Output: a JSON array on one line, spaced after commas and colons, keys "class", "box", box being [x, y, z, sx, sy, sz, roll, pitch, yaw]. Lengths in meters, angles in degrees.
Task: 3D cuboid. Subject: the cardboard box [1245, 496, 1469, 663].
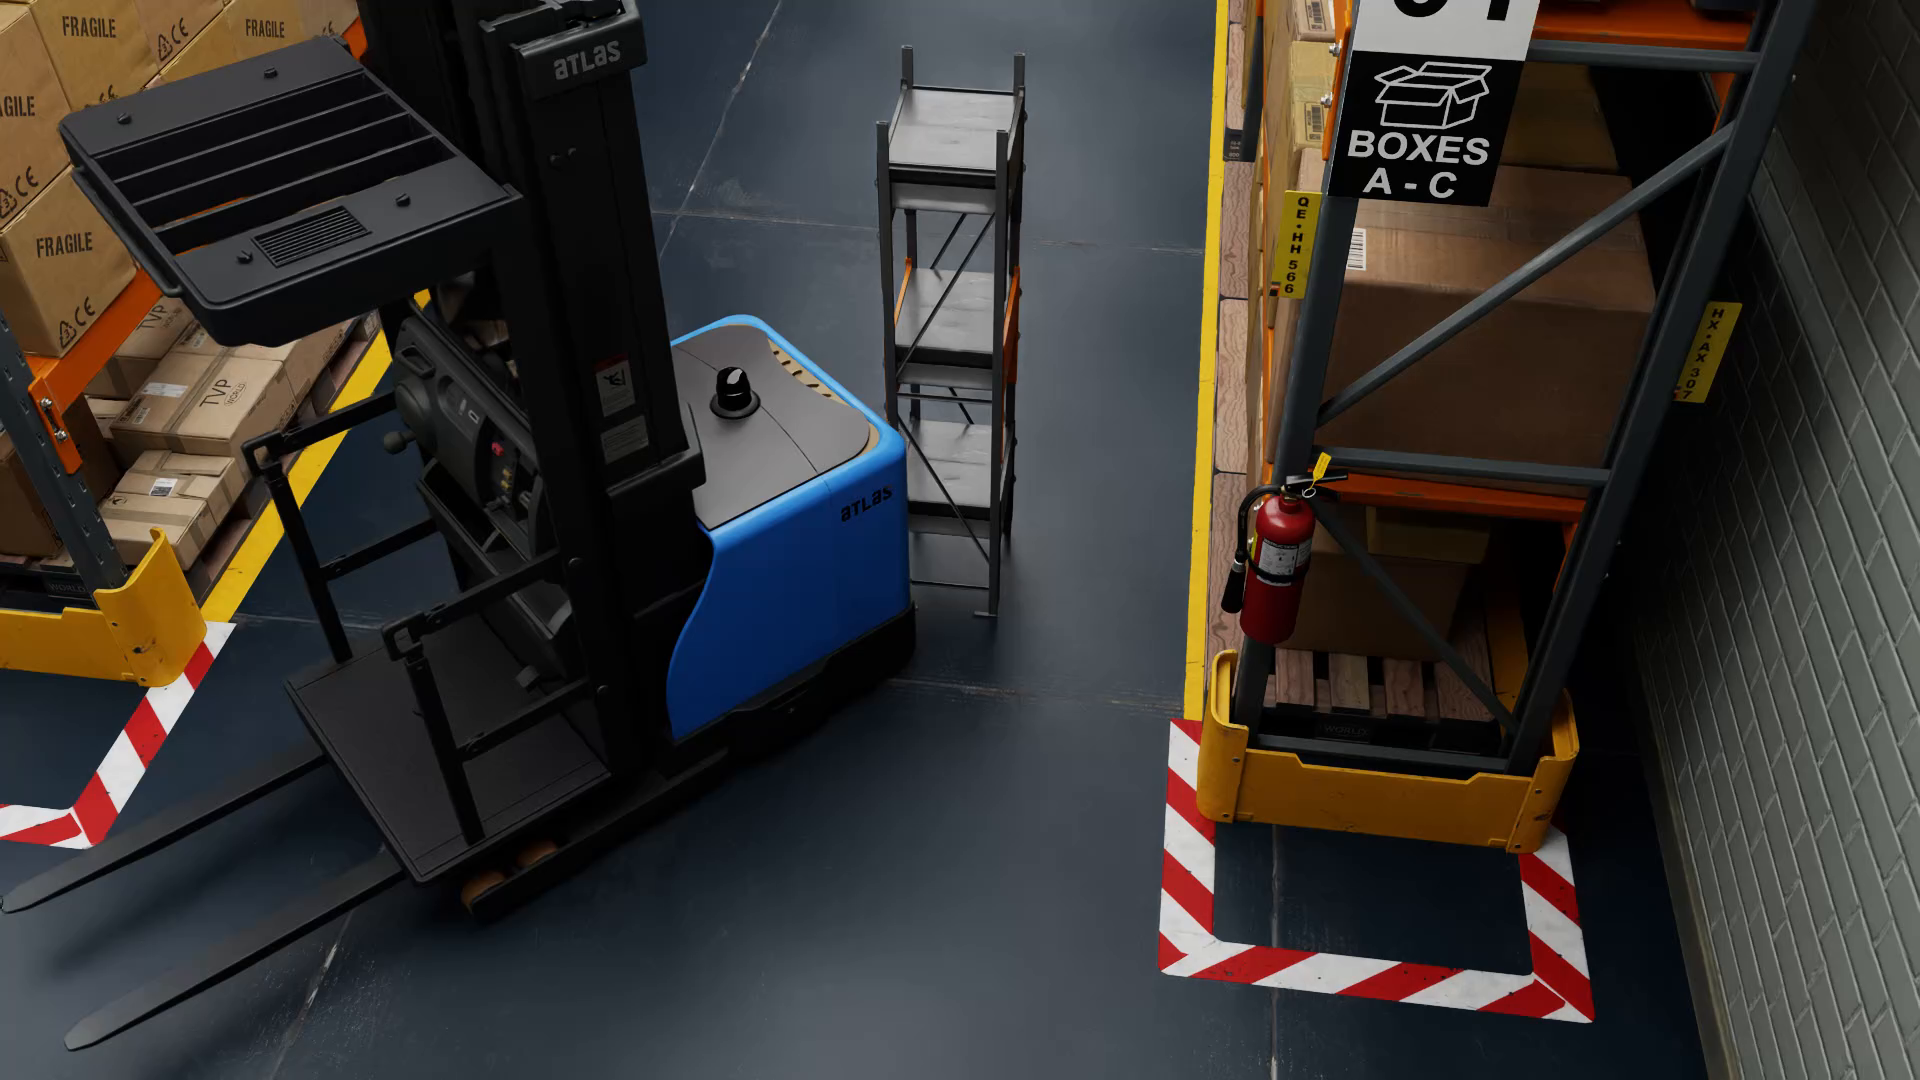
[{"class": "cardboard box", "box": [1.413, 0.062, 6.015, 0.700, 0.500, 0.500, 5, 44, 6]}]

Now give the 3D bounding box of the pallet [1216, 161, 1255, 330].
[{"class": "pallet", "box": [1.770, -1.409, 8.085, 1.003, 0.211, 1.213, 5, 44, 6]}]

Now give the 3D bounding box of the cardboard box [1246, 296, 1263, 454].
[{"class": "cardboard box", "box": [1.545, -0.622, 6.738, 0.700, 0.500, 0.500, 4, 44, 4]}]

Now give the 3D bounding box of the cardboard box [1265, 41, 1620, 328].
[{"class": "cardboard box", "box": [1.562, -1.161, 5.577, 0.980, 0.700, 0.700, 5, 44, 5]}]

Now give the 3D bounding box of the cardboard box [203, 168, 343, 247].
[{"class": "cardboard box", "box": [-3.206, -1.353, 7.493, 0.797, 0.503, 0.637, 5, 44, 6]}]

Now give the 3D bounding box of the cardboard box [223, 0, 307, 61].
[{"class": "cardboard box", "box": [-2.971, -2.004, 6.612, 0.500, 0.500, 0.500, 6, 44, 6]}]

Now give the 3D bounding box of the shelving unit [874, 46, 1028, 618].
[{"class": "shelving unit", "box": [-0.022, -0.650, 5.909, 0.431, 2.100, 0.503, 5, 44, 6]}]

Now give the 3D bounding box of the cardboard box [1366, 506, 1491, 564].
[{"class": "cardboard box", "box": [1.595, -0.070, 5.683, 0.380, 0.149, 0.250, 6, 44, 6]}]

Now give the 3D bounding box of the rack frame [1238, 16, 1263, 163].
[{"class": "rack frame", "box": [1.948, -2.933, 7.666, 1.000, 3.000, 0.127, 5, 44, 6]}]

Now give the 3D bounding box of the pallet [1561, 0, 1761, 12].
[{"class": "pallet", "box": [1.507, -1.770, 4.321, 1.003, 0.211, 1.213, 5, 44, 6]}]

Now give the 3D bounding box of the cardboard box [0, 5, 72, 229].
[{"class": "cardboard box", "box": [-3.171, -1.332, 5.176, 0.500, 0.500, 0.500, 6, 44, 7]}]

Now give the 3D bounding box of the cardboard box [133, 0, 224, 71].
[{"class": "cardboard box", "box": [-3.038, -2.030, 5.912, 0.500, 0.500, 0.500, 6, 44, 6]}]

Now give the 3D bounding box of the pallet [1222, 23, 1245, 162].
[{"class": "pallet", "box": [1.976, -2.453, 9.187, 1.003, 0.211, 1.213, 5, 44, 6]}]

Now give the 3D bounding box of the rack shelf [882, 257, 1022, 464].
[{"class": "rack shelf", "box": [-0.022, -0.640, 5.918, 0.431, 0.518, 0.480, 5, 44, 6]}]

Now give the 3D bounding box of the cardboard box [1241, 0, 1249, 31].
[{"class": "cardboard box", "box": [2.020, -3.366, 9.381, 0.750, 0.750, 0.750, 6, 44, 7]}]

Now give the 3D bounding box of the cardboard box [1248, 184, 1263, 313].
[{"class": "cardboard box", "box": [1.678, -1.335, 7.491, 0.700, 0.500, 0.500, 5, 44, 5]}]

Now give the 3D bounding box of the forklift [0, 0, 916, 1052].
[{"class": "forklift", "box": [-1.631, -0.241, 4.873, 3.031, 2.935, 1.130, -29, 51, -27]}]

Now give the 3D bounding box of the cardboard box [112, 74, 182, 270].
[{"class": "cardboard box", "box": [-3.108, -1.321, 5.891, 0.500, 0.500, 0.500, 5, 44, 5]}]

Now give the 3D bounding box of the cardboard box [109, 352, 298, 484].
[{"class": "cardboard box", "box": [-3.072, -0.502, 6.778, 0.500, 0.250, 0.500, 5, 44, 6]}]

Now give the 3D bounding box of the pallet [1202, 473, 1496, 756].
[{"class": "pallet", "box": [1.448, 0.254, 6.329, 1.003, 0.211, 1.213, 5, 44, 6]}]

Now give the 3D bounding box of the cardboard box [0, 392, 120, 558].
[{"class": "cardboard box", "box": [-3.663, -0.300, 6.383, 0.500, 0.500, 0.500, 5, 44, 6]}]

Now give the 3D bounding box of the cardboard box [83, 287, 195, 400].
[{"class": "cardboard box", "box": [-3.508, -0.854, 7.150, 0.500, 0.250, 0.500, 5, 44, 6]}]

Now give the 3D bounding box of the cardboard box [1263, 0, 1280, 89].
[{"class": "cardboard box", "box": [1.759, -2.177, 6.649, 0.980, 0.700, 0.700, 4, 44, 4]}]

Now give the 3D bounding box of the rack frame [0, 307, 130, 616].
[{"class": "rack frame", "box": [-3.491, -0.655, 5.260, 1.000, 3.000, 0.127, 5, 44, 6]}]

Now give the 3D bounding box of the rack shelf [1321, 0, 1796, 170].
[{"class": "rack shelf", "box": [1.684, -2.398, 5.442, 1.077, 0.370, 4.000, 5, 44, 6]}]

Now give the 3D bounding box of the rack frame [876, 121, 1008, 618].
[{"class": "rack frame", "box": [-0.054, -0.483, 5.733, 0.400, 2.100, 0.015, 5, 44, 6]}]

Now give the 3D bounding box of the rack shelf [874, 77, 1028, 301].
[{"class": "rack shelf", "box": [-0.022, -1.148, 5.437, 0.431, 0.518, 0.480, 5, 44, 6]}]

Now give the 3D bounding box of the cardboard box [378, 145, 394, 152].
[{"class": "cardboard box", "box": [-2.746, -1.830, 8.255, 0.380, 0.149, 0.250, 5, 44, 6]}]

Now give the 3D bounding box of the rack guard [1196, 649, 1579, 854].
[{"class": "rack guard", "box": [1.416, 0.717, 5.629, 1.175, 0.500, 0.348, 5, 44, 6]}]

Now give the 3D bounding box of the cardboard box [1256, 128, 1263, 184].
[{"class": "cardboard box", "box": [1.522, -1.696, 7.401, 0.380, 0.149, 0.250, 7, 44, 7]}]

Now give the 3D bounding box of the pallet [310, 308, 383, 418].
[{"class": "pallet", "box": [-3.213, -1.066, 7.723, 1.003, 0.211, 1.213, 5, 44, 6]}]

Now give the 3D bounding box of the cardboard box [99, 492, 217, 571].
[{"class": "cardboard box", "box": [-3.095, -0.033, 6.357, 0.380, 0.149, 0.250, 5, 44, 6]}]

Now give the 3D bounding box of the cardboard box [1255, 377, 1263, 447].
[{"class": "cardboard box", "box": [1.282, -0.452, 6.086, 0.380, 0.149, 0.250, 6, 44, 7]}]

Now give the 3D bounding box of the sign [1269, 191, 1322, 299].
[{"class": "sign", "box": [0.884, -0.772, 4.369, 0.100, 0.325, 0.005, 5, 44, 6]}]
